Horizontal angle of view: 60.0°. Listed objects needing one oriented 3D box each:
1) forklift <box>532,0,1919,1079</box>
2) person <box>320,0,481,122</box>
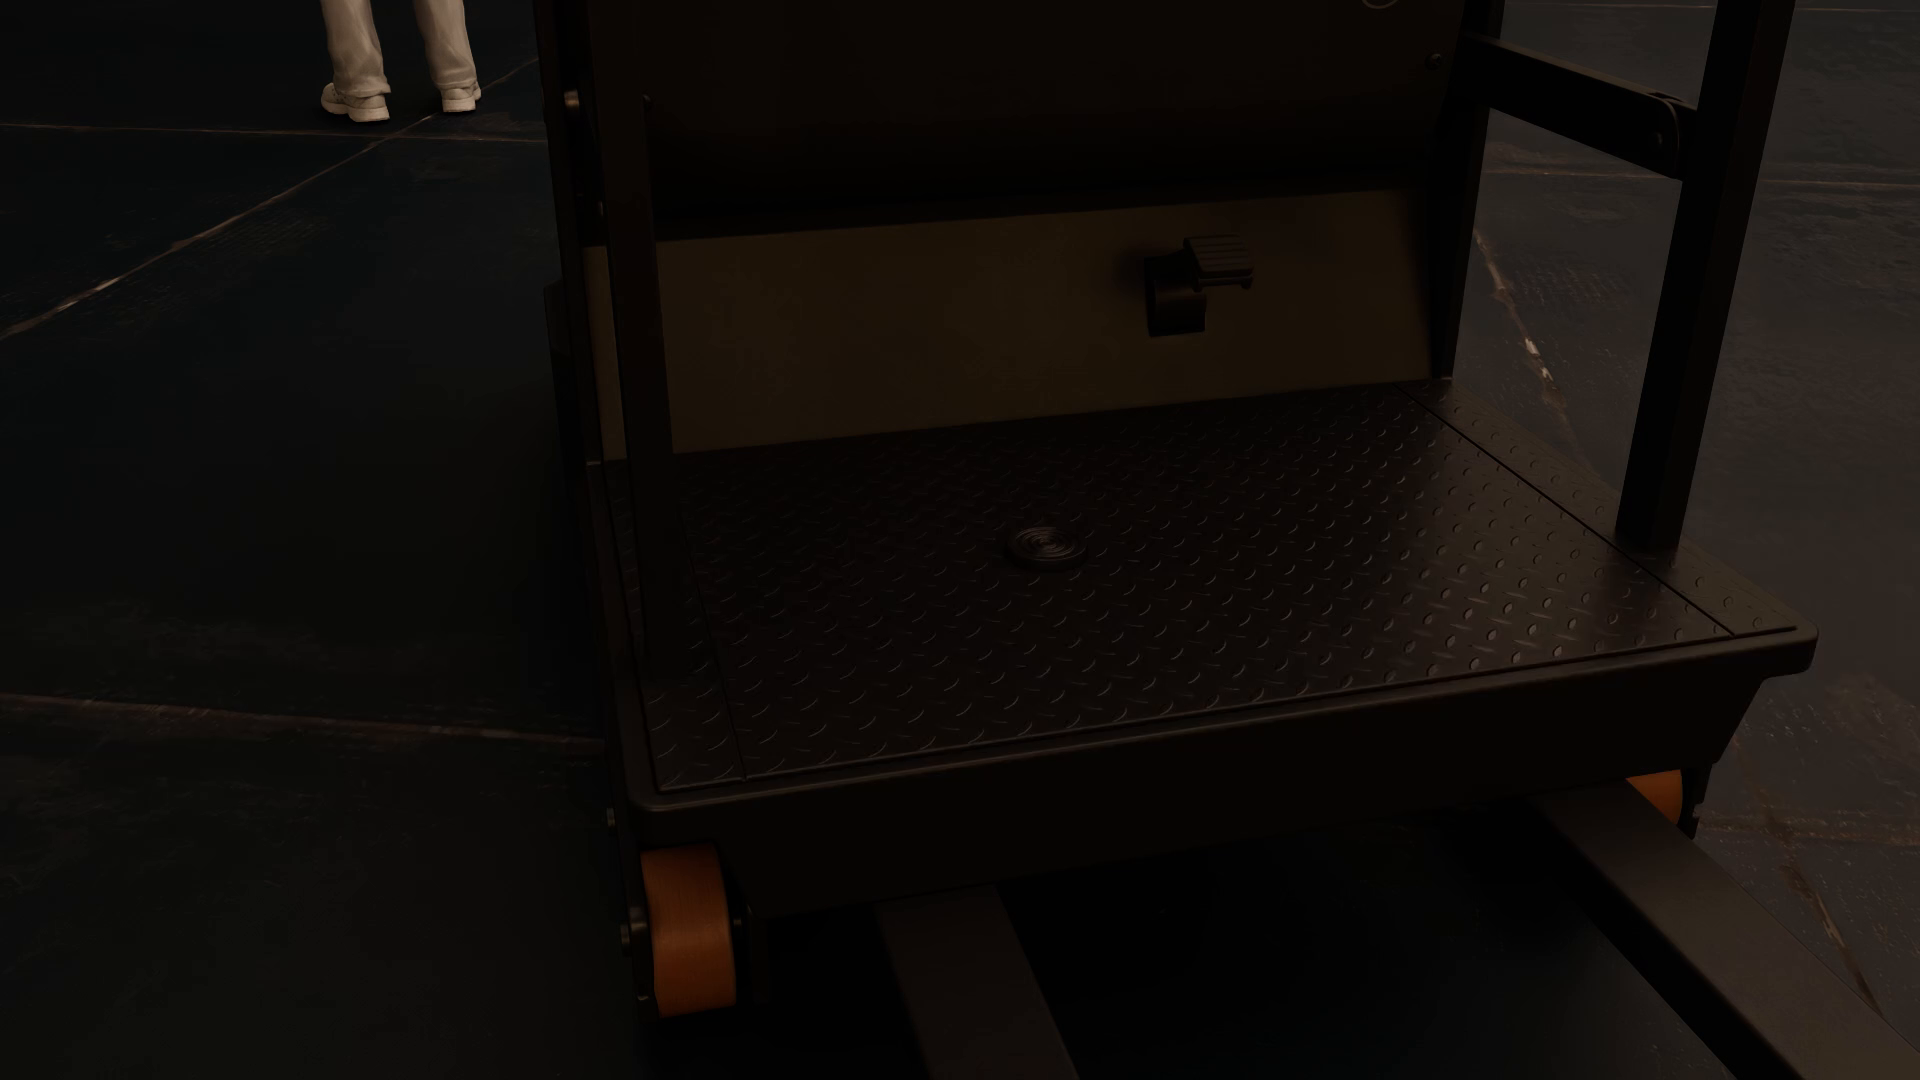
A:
[{"bbox_3d":[0.153,-1.049,1.319,1.130,2.935,3.031,-7,27,-13],"label":"forklift"},{"bbox_3d":[-1.744,-2.125,4.773,0.646,1.774,0.420,-14,30,-26],"label":"person"}]
